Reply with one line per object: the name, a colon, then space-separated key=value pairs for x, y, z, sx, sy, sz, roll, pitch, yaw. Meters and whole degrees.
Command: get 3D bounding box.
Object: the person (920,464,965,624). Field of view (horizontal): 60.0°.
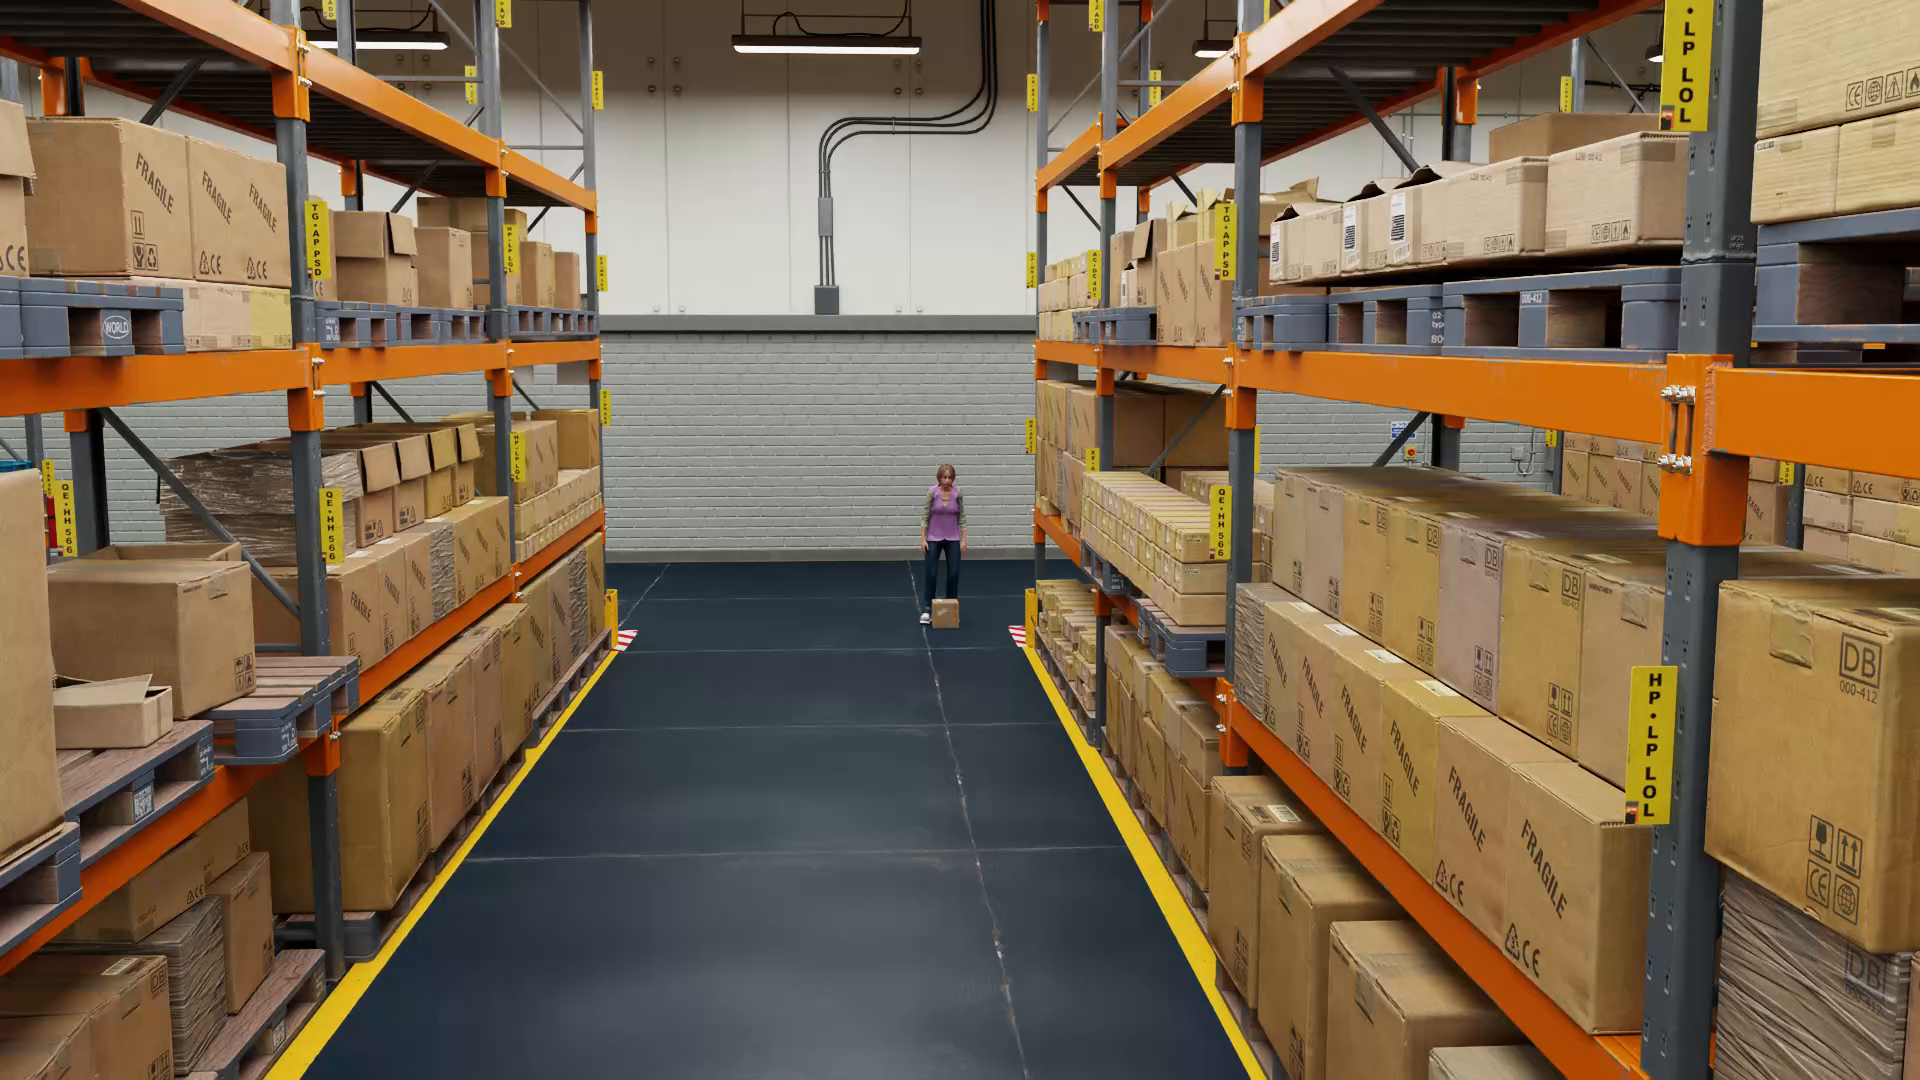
person: x=-0.176 y=0.031 z=16.550 sx=0.467 sy=1.593 sz=0.349 roll=-1 pitch=7 yaw=-7
